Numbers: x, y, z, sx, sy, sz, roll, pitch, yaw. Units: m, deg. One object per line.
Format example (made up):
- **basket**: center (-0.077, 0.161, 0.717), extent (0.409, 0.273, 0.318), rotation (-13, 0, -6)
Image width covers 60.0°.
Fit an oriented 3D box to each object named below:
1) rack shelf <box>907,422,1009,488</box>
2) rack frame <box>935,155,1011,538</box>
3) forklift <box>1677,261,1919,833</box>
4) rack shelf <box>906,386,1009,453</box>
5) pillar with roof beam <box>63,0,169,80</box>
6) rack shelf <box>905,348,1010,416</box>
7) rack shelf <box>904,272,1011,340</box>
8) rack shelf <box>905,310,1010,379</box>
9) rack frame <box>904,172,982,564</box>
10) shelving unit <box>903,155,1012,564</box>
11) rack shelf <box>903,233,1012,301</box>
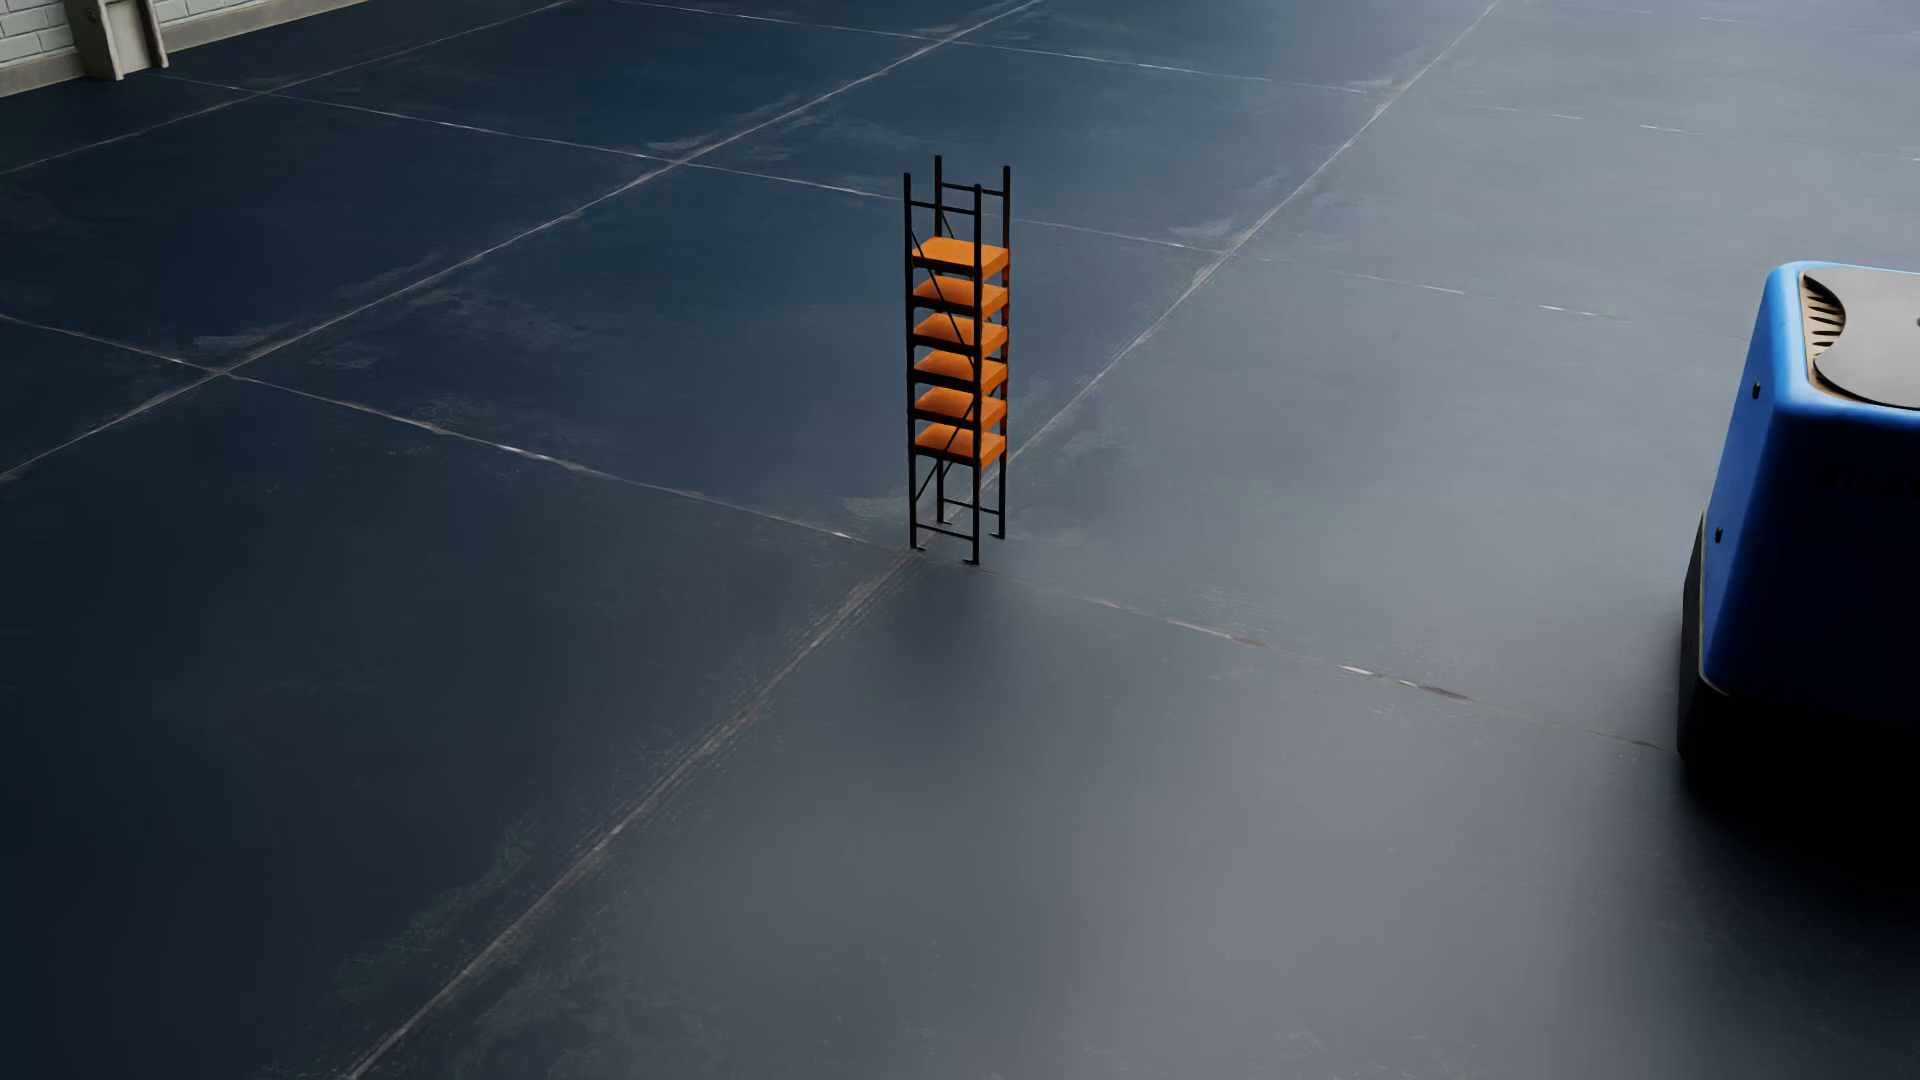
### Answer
- **rack shelf**: center (-0.007, -0.267, 5.082), extent (0.258, 0.103, 0.180), rotation (14, 33, 23)
- **rack frame**: center (0.035, -0.554, 5.011), extent (0.240, 1.200, 0.006), rotation (14, 33, 23)
- **forklift**: center (3.371, -0.599, 3.351), extent (3.031, 2.935, 1.130), rotation (11, 32, 19)
- **rack shelf**: center (-0.007, -0.371, 5.022), extent (0.258, 0.103, 0.180), rotation (14, 33, 23)
- **pillar with roof beam**: center (-1.348, -5.845, 6.392), extent (9.100, 9.000, 0.400), rotation (14, 33, 23)
- **rack shelf**: center (-0.007, -0.475, 4.962), extent (0.258, 0.103, 0.180), rotation (14, 33, 23)
- **rack shelf**: center (-0.007, -0.683, 4.843), extent (0.258, 0.103, 0.180), rotation (14, 33, 23)
- **rack shelf**: center (-0.007, -0.579, 4.902), extent (0.258, 0.103, 0.180), rotation (14, 33, 23)
- **rack frame**: center (-0.048, -0.473, 4.869), extent (0.240, 1.200, 0.006), rotation (14, 33, 23)
- **shelving unit**: center (-0.007, -0.514, 4.940), extent (0.258, 1.200, 0.189), rotation (14, 33, 23)
- **rack shelf**: center (-0.007, -0.788, 4.783), extent (0.258, 0.103, 0.180), rotation (14, 33, 23)
